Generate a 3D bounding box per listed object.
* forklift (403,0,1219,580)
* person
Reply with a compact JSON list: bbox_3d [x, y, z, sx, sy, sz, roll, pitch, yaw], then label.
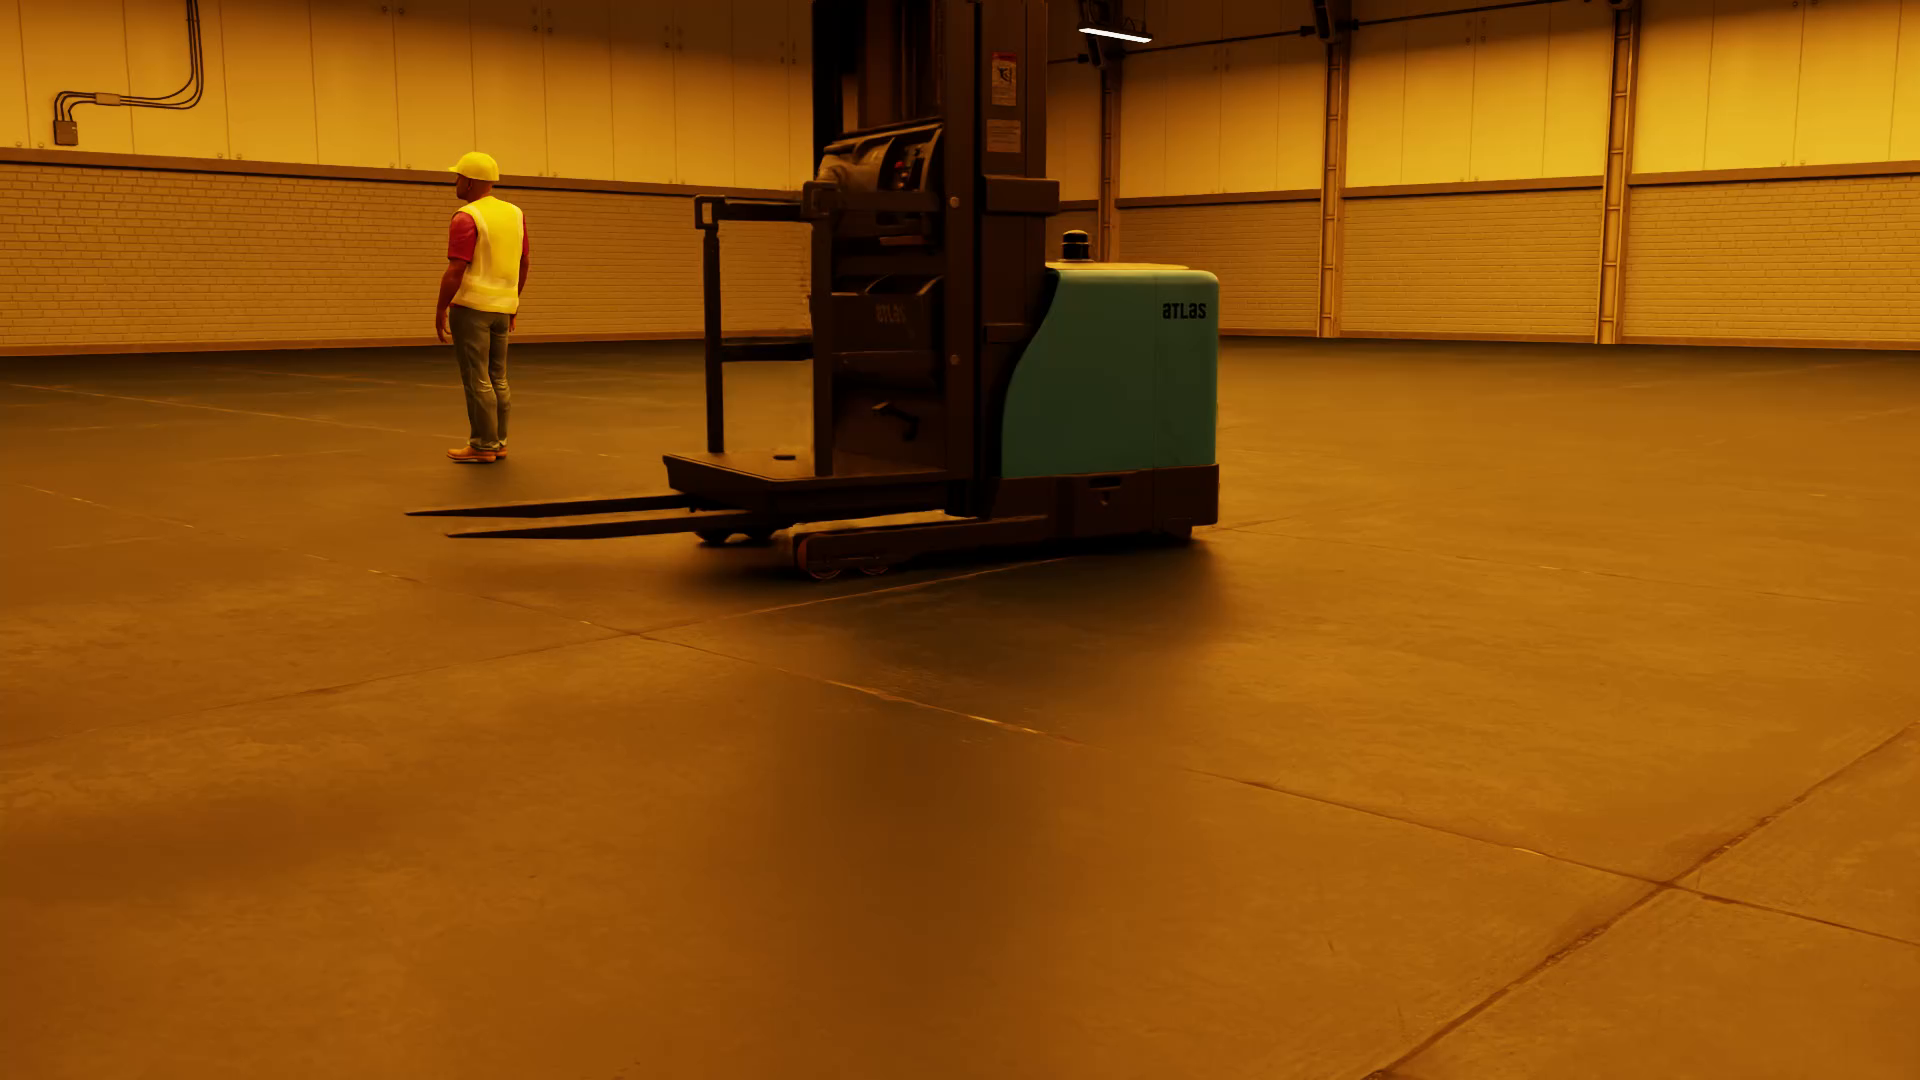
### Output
[{"bbox_3d":[-0.495,-1.399,6.165,3.031,2.935,1.130,-5,10,-30],"label":"forklift"},{"bbox_3d":[-2.829,-1.340,9.637,0.578,1.765,0.666,4,9,25],"label":"person"}]
